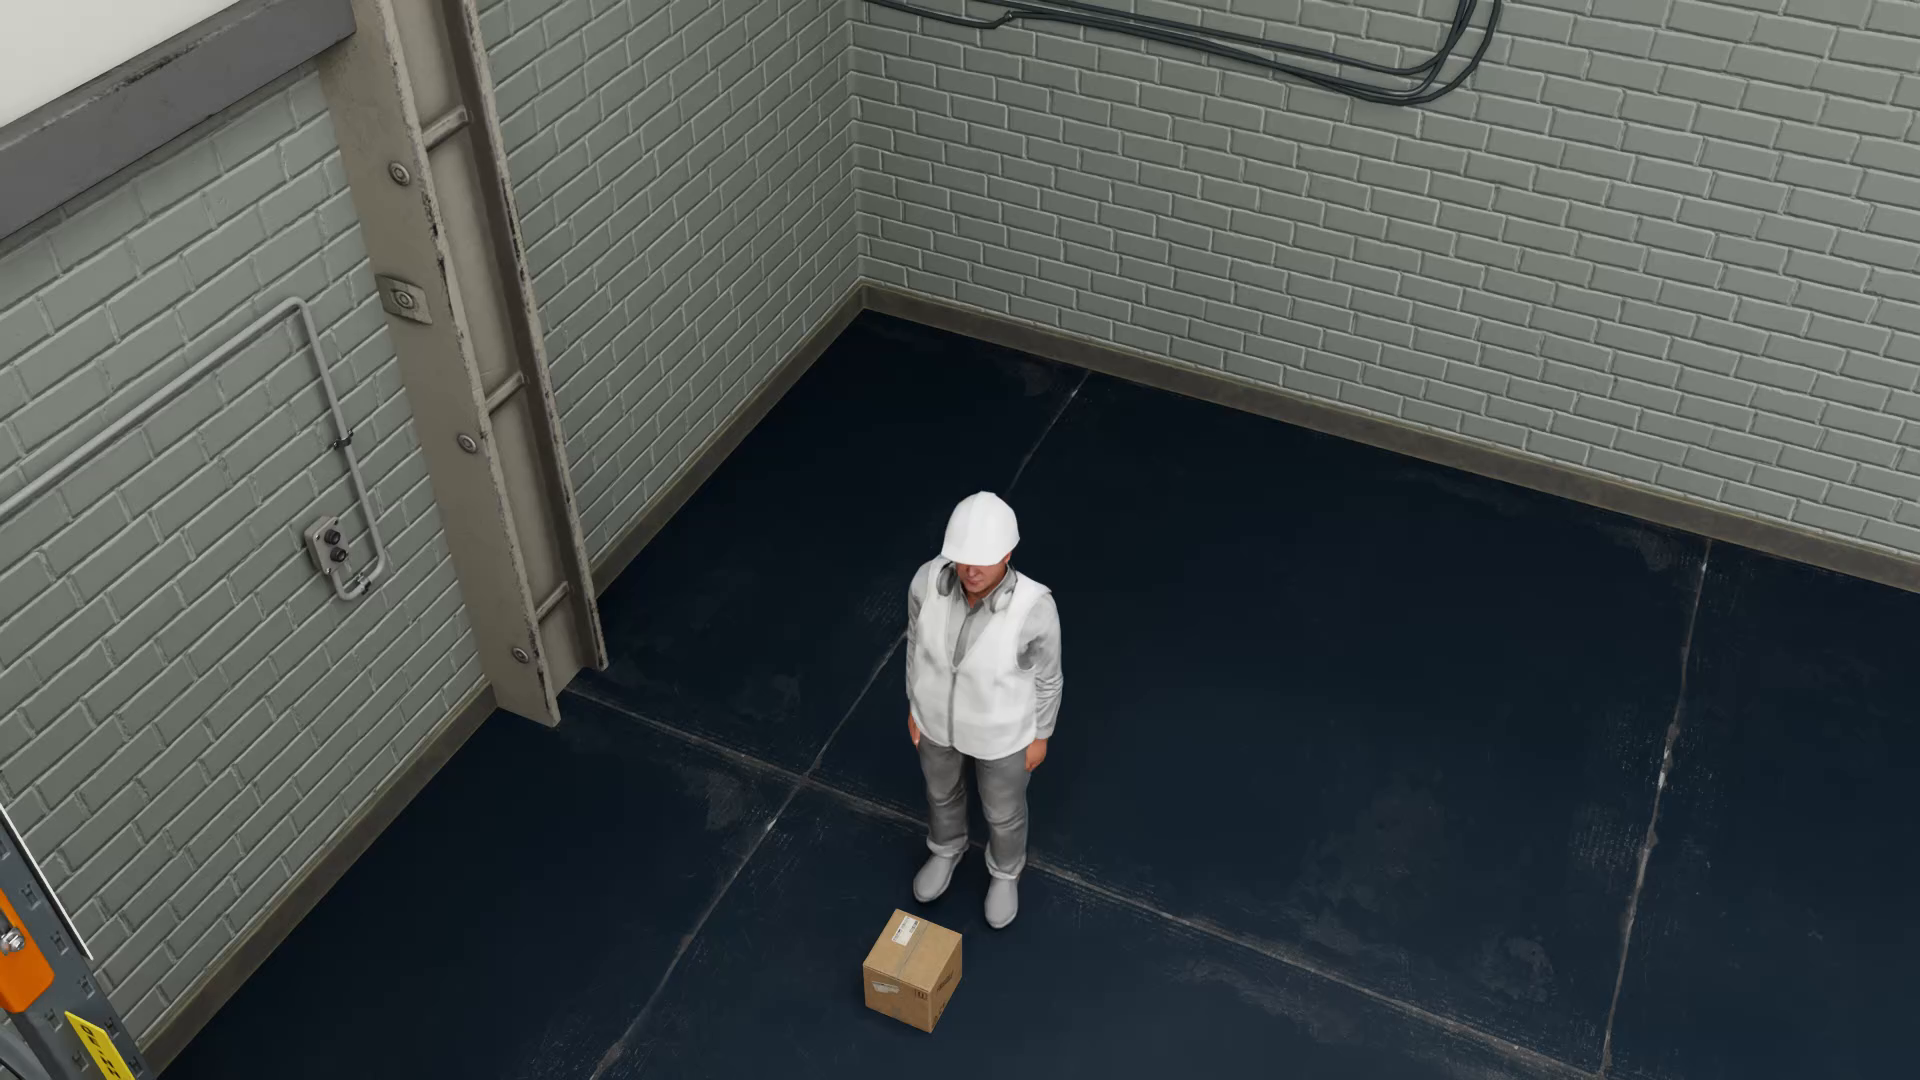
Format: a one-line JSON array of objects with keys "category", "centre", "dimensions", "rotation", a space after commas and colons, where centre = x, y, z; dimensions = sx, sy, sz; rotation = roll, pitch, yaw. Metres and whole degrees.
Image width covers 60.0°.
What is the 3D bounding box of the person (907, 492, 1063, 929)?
[{"category": "person", "centre": [0.059, 0.587, 5.454], "dimensions": [0.532, 1.772, 0.356], "rotation": [18, 45, 19]}]
